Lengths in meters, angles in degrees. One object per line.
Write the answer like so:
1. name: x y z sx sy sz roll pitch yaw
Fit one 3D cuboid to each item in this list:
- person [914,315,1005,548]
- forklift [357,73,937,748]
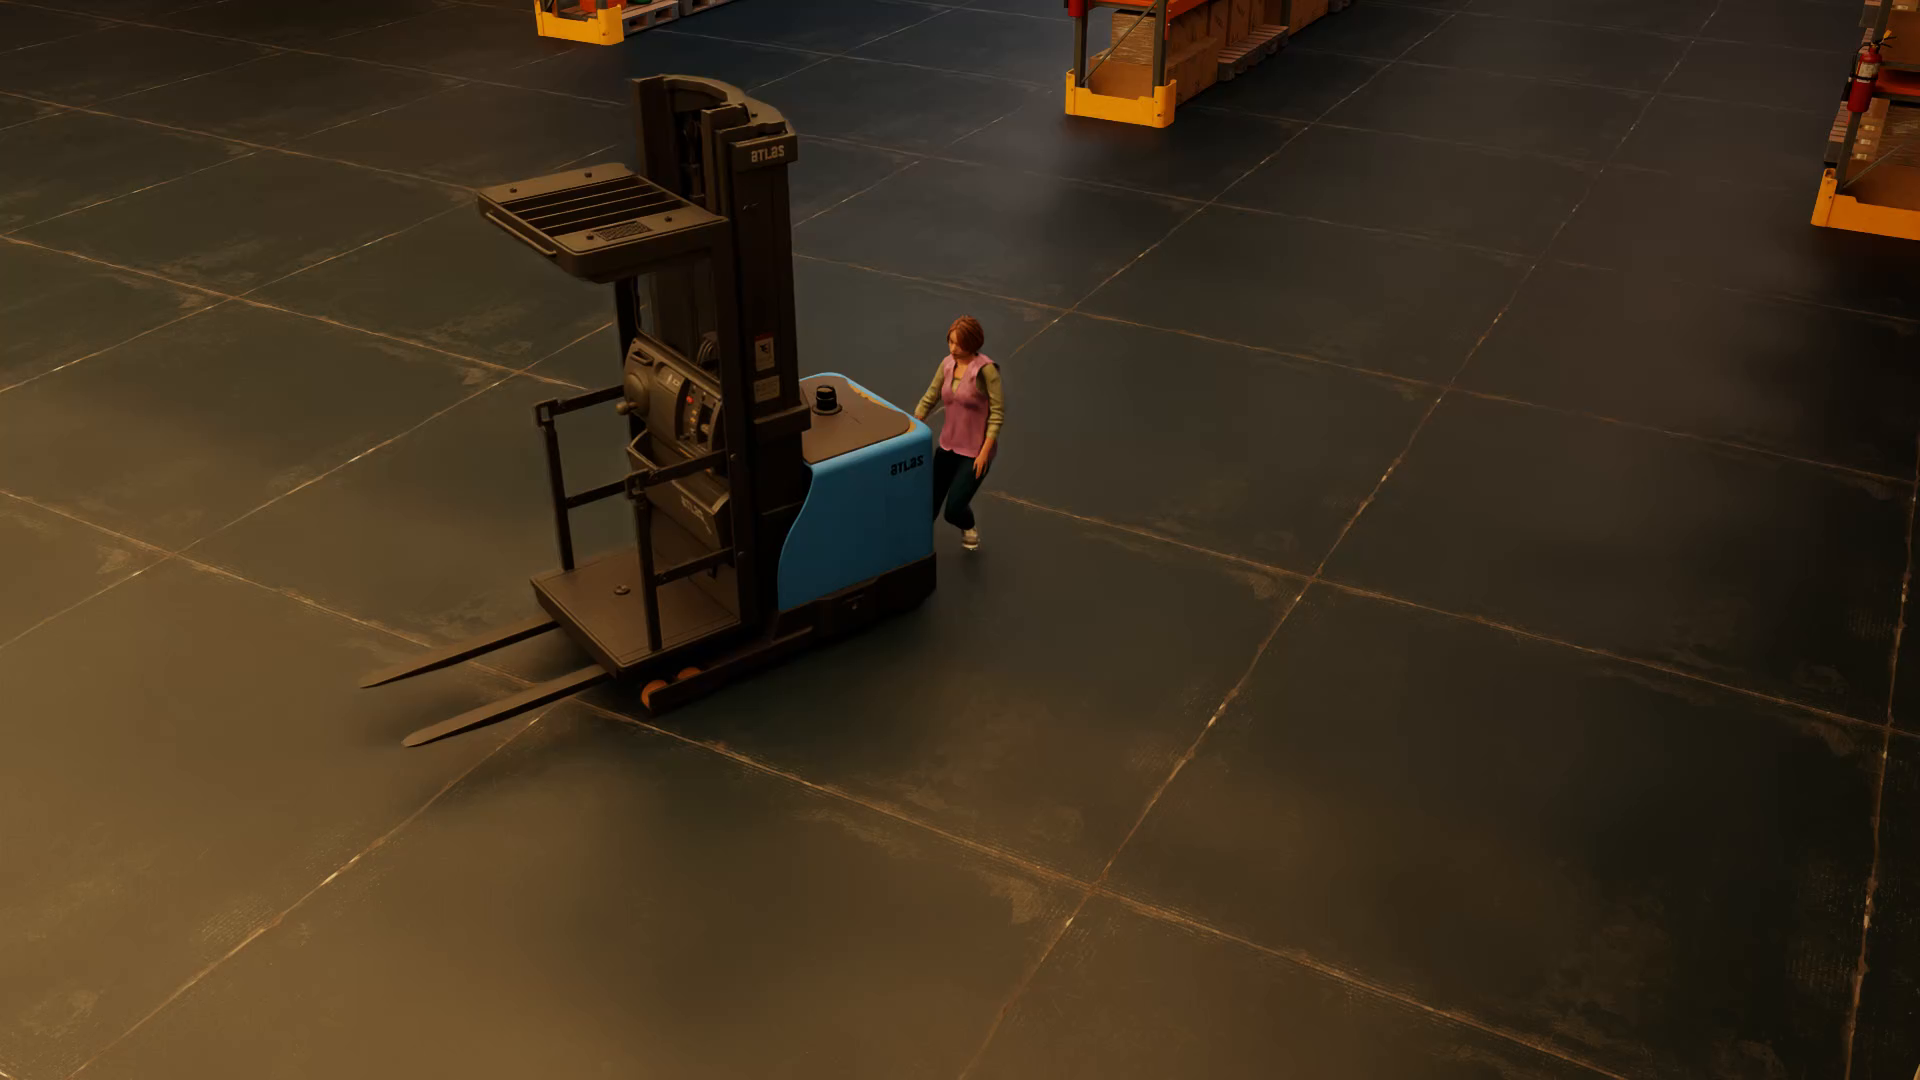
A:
1. person: -0.113 -0.504 9.336 0.636 1.503 0.594 -26 39 -37
2. forklift: -1.613 -0.688 8.262 3.031 2.935 1.130 -21 36 -32
